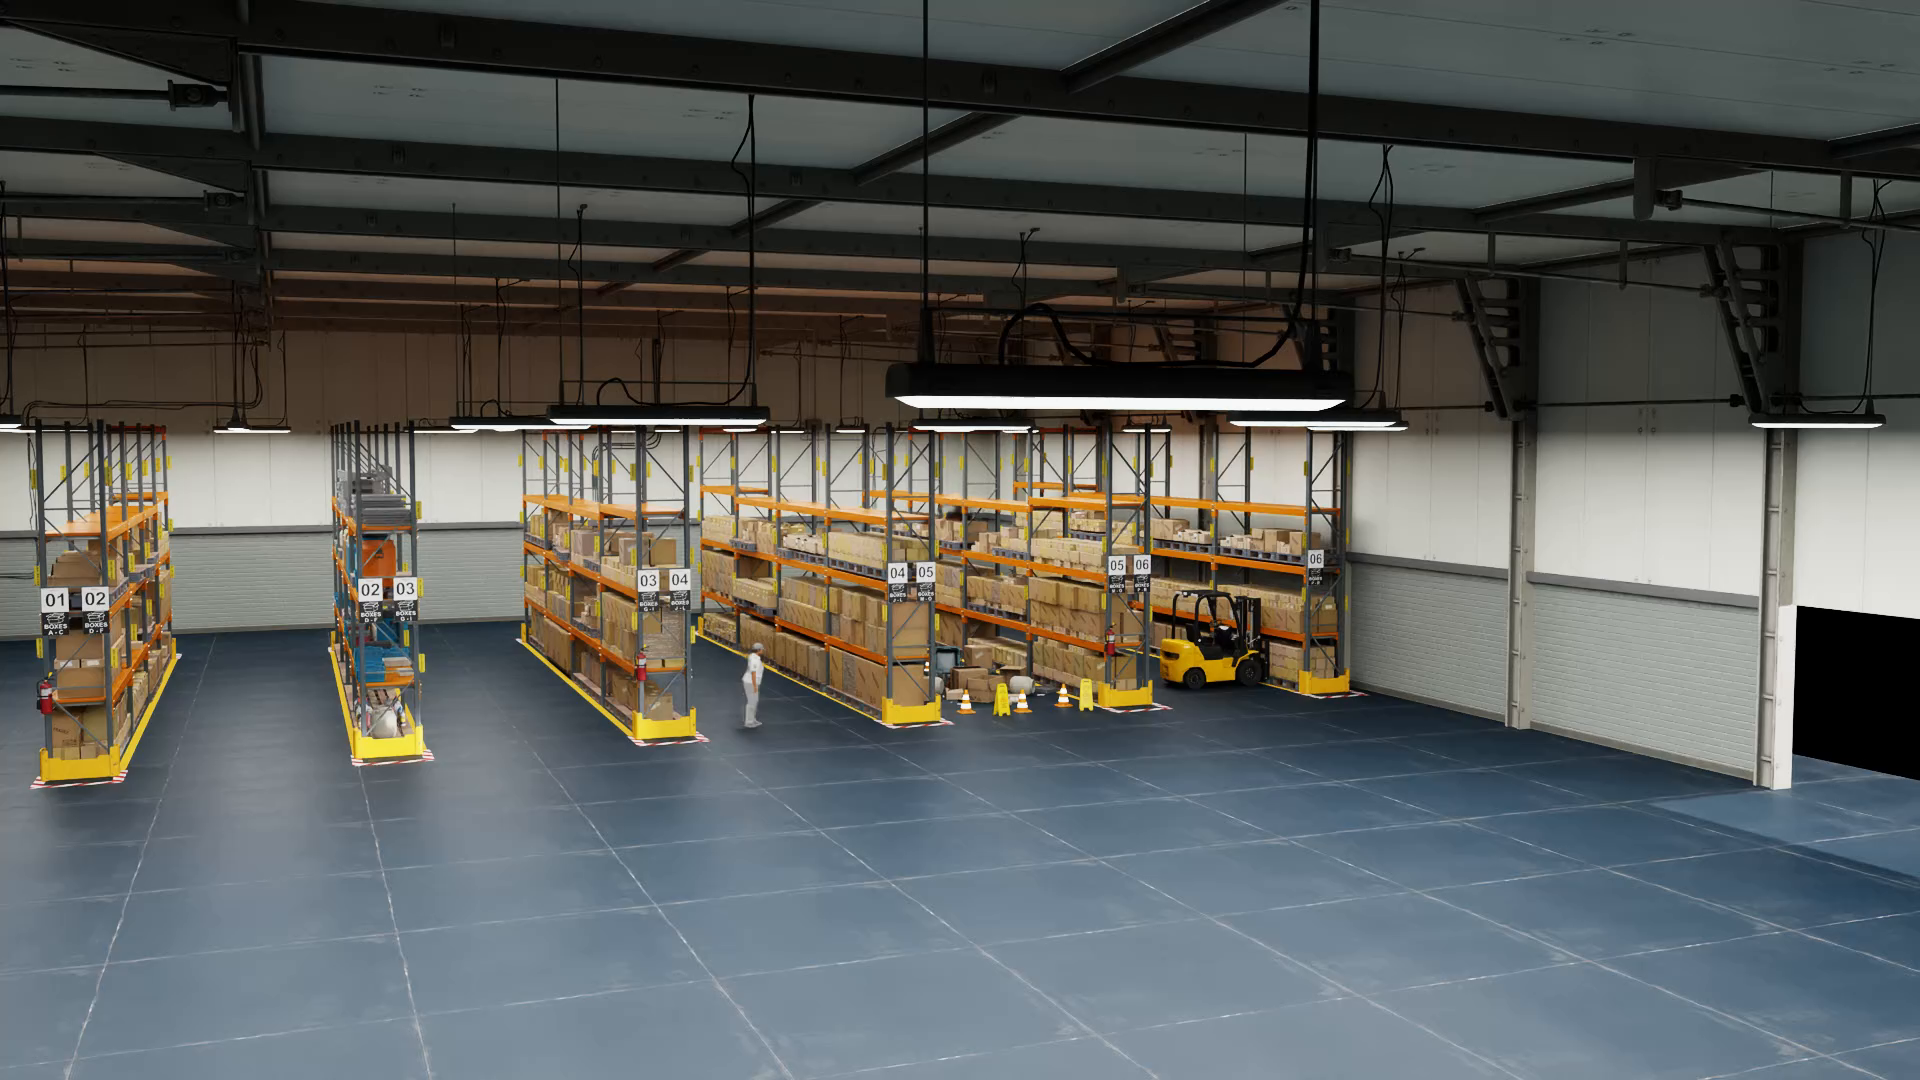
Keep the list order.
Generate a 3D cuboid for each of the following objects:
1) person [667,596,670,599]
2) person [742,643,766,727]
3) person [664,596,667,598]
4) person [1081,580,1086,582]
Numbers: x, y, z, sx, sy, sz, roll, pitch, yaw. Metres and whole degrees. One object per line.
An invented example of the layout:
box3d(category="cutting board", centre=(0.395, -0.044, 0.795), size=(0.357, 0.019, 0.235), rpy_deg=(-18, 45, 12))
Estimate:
box3d(category="person", centre=(-7.523, 2.138, 43.553), size=(0.426, 1.827, 0.596), rpy_deg=(-1, 4, -20))
box3d(category="person", centre=(-4.056, 2.852, 32.806), size=(0.477, 1.670, 0.510), rpy_deg=(-1, 4, -9))
box3d(category="person", centre=(-7.937, 2.065, 45.152), size=(0.579, 1.628, 0.967), rpy_deg=(-1, 4, -19))
box3d(category="person", centre=(3.102, 1.931, 43.270), size=(0.639, 1.794, 0.692), rpy_deg=(-2, 4, -31))
